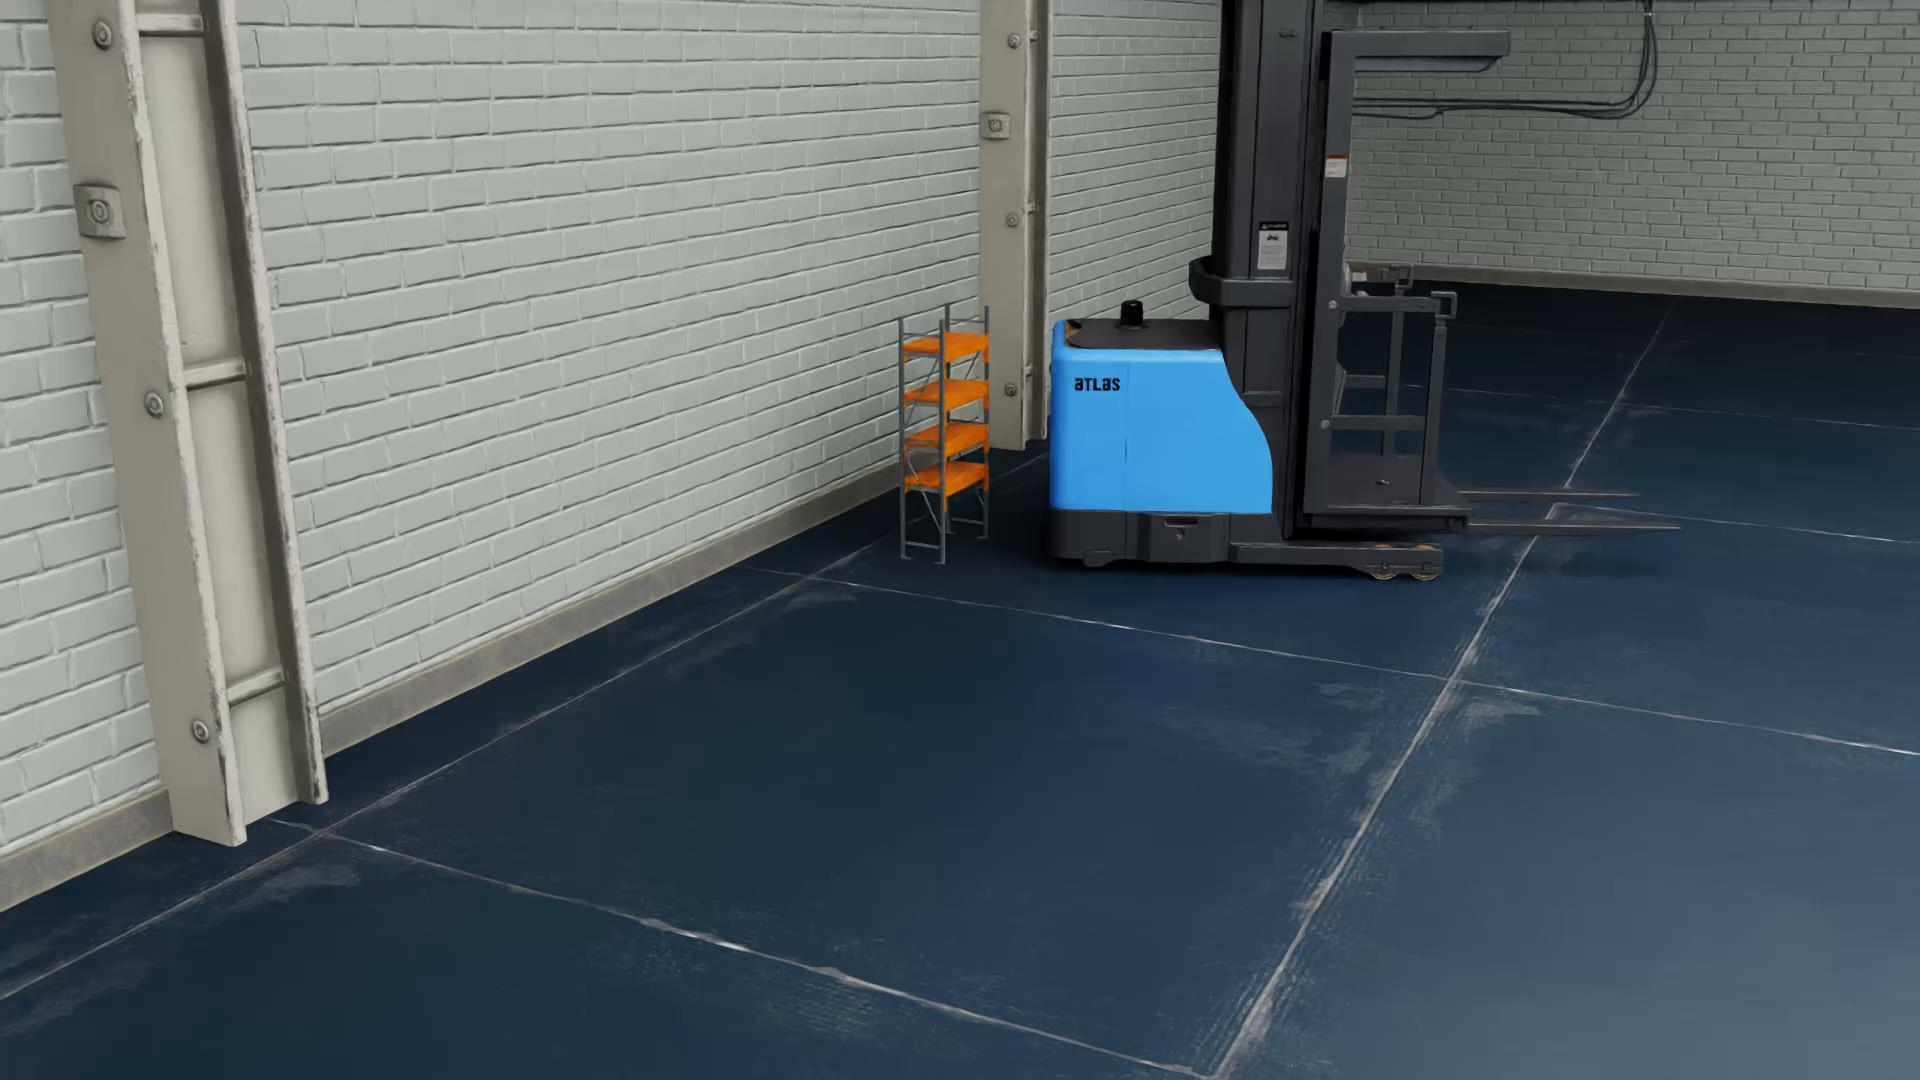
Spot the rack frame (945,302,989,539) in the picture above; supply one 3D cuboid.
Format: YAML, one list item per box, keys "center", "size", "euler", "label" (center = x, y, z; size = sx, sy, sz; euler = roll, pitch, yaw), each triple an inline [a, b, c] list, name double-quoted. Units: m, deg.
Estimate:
- center: [0.035, -0.595, 8.421]
  size: [0.240, 1.200, 0.015]
  euler: [8, 18, 25]
  label: "rack frame"

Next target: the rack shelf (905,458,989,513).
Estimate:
- center: [-0.074, -0.278, 8.287]
  size: [0.258, 0.148, 0.480]
  euler: [8, 18, 25]
  label: "rack shelf"

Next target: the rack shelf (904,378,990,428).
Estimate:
- center: [-0.074, -0.683, 8.167]
  size: [0.258, 0.148, 0.480]
  euler: [8, 18, 25]
  label: "rack shelf"

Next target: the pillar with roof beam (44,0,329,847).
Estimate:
- center: [1.507, -2.865, 2.365]
  size: [9.100, 9.000, 0.400]
  euler: [8, 18, 25]
  label: "pillar with roof beam"

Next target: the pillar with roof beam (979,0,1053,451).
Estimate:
- center: [4.188, -4.393, 7.511]
  size: [9.100, 9.000, 0.400]
  euler: [8, 18, 25]
  label: "pillar with roof beam"

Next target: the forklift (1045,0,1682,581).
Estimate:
- center: [1.954, -1.370, 7.988]
  size: [3.031, 2.935, 1.130]
  euler: [1, 17, 3]
  label: "forklift"

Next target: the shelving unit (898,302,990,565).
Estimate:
- center: [-0.074, -0.533, 8.212]
  size: [0.258, 1.200, 0.503]
  euler: [8, 18, 25]
  label: "shelving unit"

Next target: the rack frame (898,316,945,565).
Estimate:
- center: [-0.183, -0.471, 8.002]
  size: [0.240, 1.200, 0.015]
  euler: [8, 18, 25]
  label: "rack frame"

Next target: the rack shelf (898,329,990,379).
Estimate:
- center: [-0.074, -0.910, 8.100]
  size: [0.258, 0.148, 0.480]
  euler: [8, 18, 25]
  label: "rack shelf"

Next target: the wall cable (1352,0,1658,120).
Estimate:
- center: [5.517, -5.563, 16.902]
  size: [3.097, 2.526, 0.112]
  euler: [8, 18, 25]
  label: "wall cable"

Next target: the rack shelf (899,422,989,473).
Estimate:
- center: [-0.074, -0.469, 8.231]
  size: [0.258, 0.148, 0.480]
  euler: [8, 18, 25]
  label: "rack shelf"
